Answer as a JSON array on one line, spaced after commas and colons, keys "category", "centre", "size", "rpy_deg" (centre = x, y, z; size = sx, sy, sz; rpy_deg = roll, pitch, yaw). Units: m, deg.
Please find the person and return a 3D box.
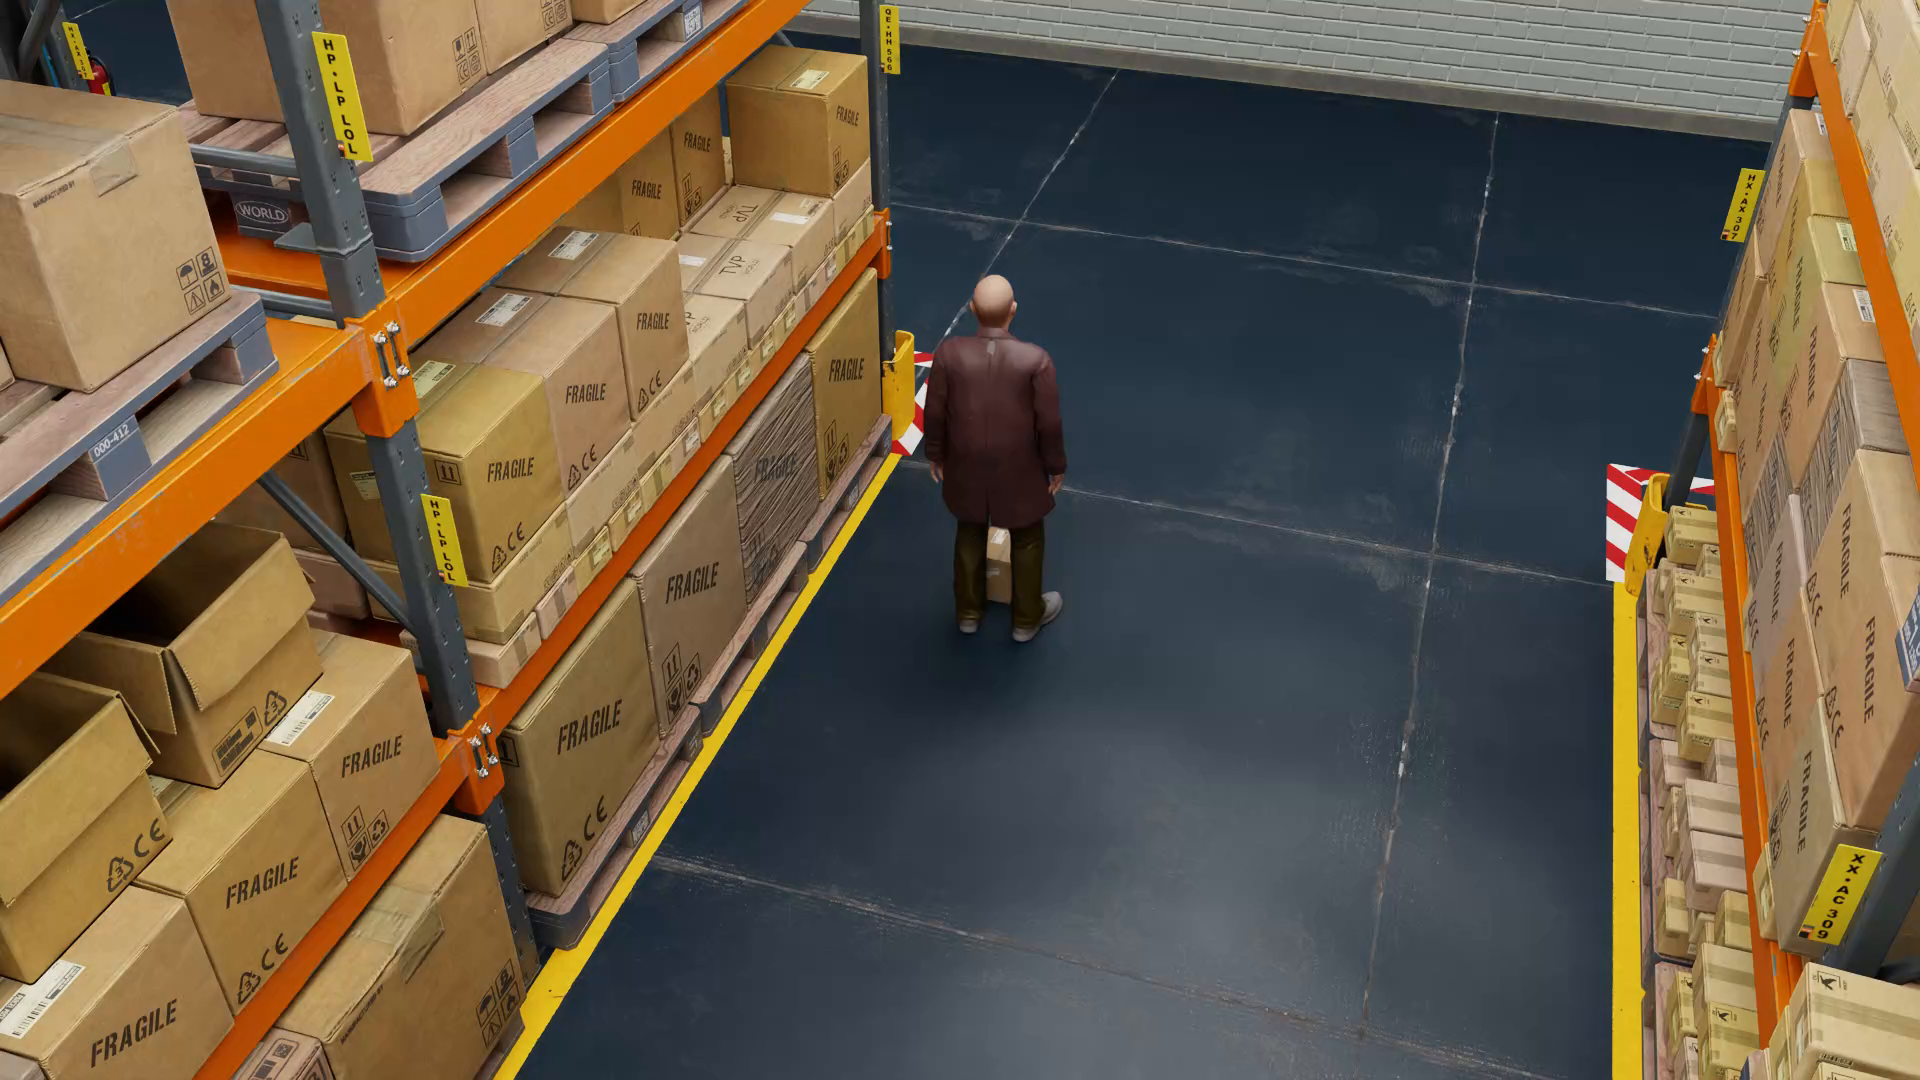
[{"category": "person", "centre": [0.154, -0.344, 7.370], "size": [0.648, 1.772, 0.433], "rpy_deg": [8, 37, 11]}]
